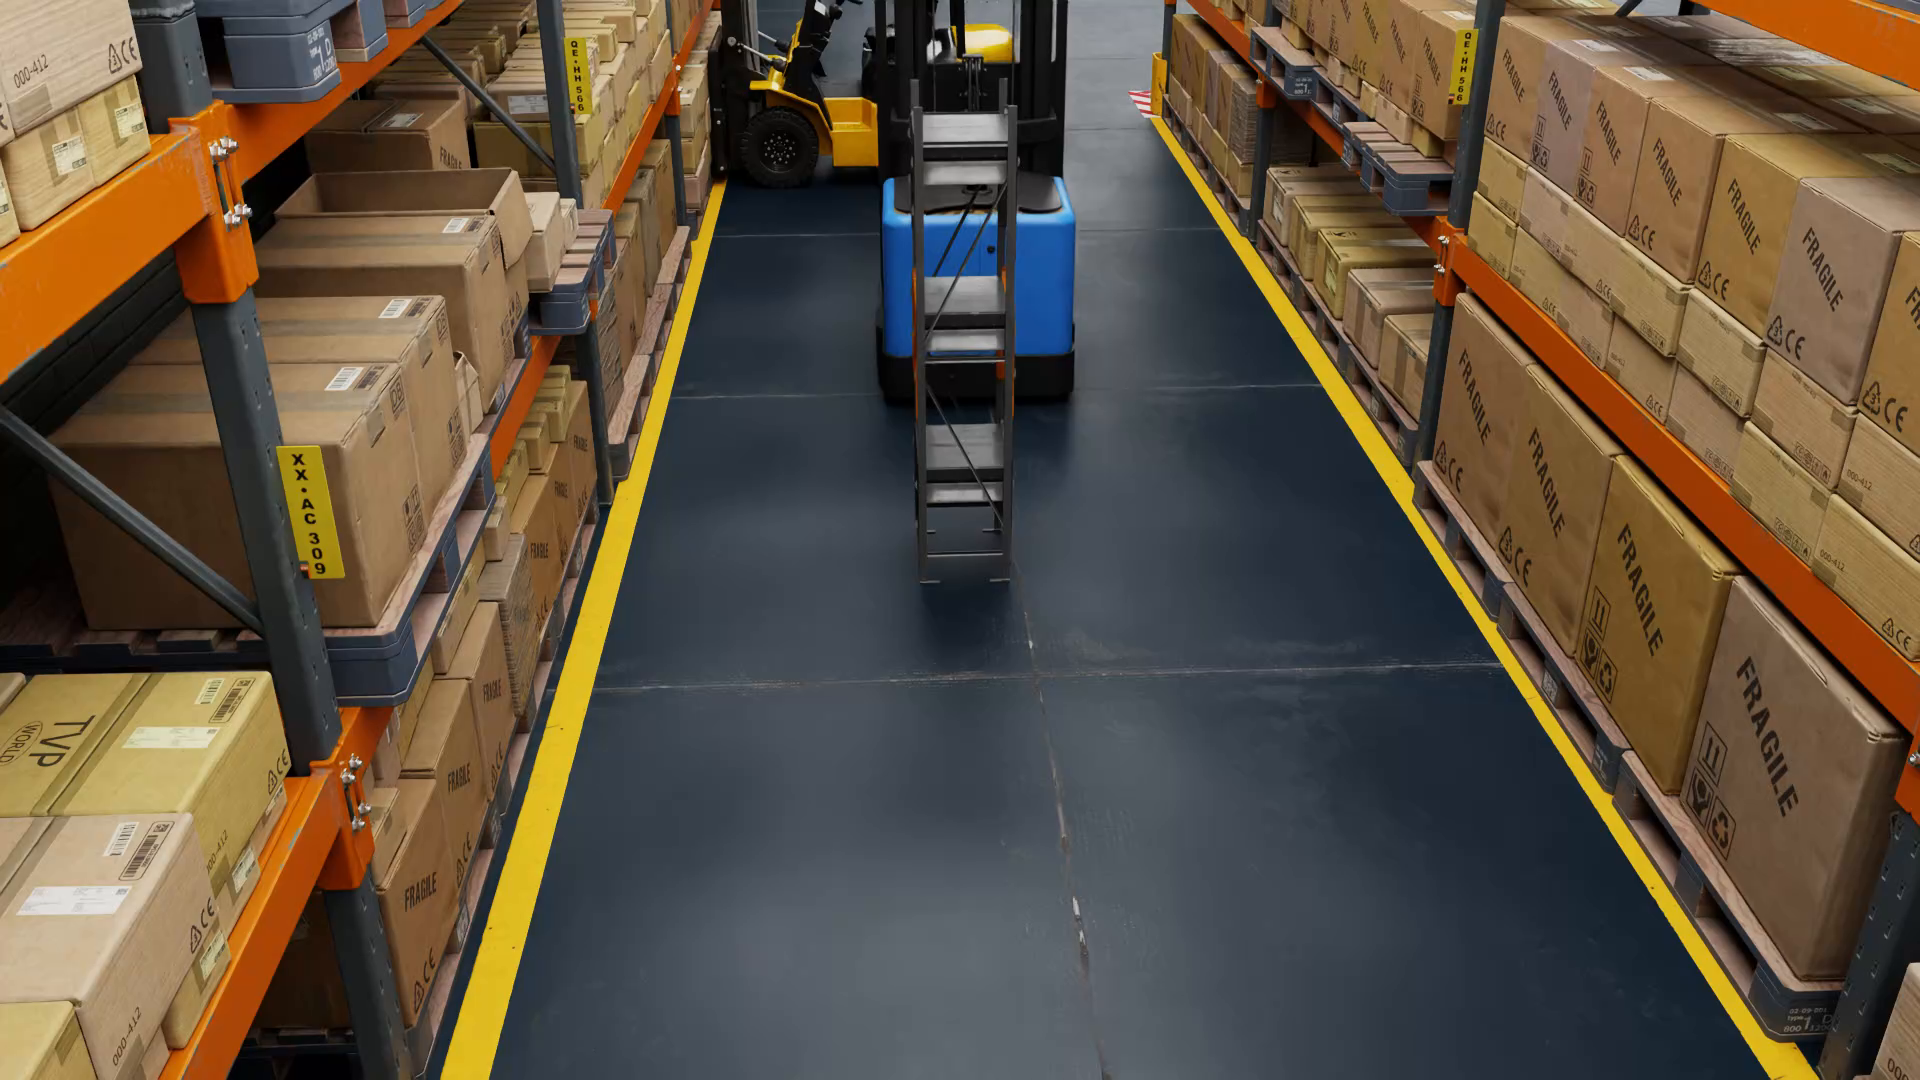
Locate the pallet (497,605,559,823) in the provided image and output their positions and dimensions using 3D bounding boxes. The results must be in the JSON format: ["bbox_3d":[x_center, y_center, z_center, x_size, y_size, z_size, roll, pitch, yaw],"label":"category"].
[{"bbox_3d":[-2.129,0.639,6.297,1.003,0.211,1.213,-1,28,-3],"label":"pallet"}]

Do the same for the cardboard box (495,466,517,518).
[{"bbox_3d":[-1.915,-0.163,6.366,0.380,0.149,0.250,-2,28,-3],"label":"cardboard box"}]

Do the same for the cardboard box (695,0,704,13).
[{"bbox_3d":[-2.238,-4.315,12.671,0.500,0.500,0.500,-1,28,-2],"label":"cardboard box"}]

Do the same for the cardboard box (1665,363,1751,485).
[{"bbox_3d":[2.667,-0.383,5.403,0.500,0.250,0.500,-2,28,-4],"label":"cardboard box"}]

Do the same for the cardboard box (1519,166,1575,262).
[{"bbox_3d":[2.572,-1.303,6.627,0.500,0.250,0.500,-1,28,-1],"label":"cardboard box"}]

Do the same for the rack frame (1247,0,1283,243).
[{"bbox_3d":[2.557,-3.474,11.167,1.000,3.000,0.127,-1,28,-3],"label":"rack frame"}]

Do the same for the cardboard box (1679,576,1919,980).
[{"bbox_3d":[2.863,0.692,5.023,0.875,0.875,0.875,-1,28,-1],"label":"cardboard box"}]

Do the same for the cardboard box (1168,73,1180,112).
[{"bbox_3d":[2.114,-3.909,14.521,0.500,0.250,0.500,-2,28,-3],"label":"cardboard box"}]

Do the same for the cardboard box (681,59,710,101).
[{"bbox_3d":[-2.166,-3.460,12.578,0.500,0.250,0.500,0,28,-1],"label":"cardboard box"}]

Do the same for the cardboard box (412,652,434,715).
[{"bbox_3d":[-1.879,0.434,5.222,0.380,0.149,0.250,-2,28,-4],"label":"cardboard box"}]

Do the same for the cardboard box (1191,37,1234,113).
[{"bbox_3d":[2.166,-3.757,13.419,0.500,0.500,0.500,-1,28,-2],"label":"cardboard box"}]

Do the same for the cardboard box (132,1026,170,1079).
[{"bbox_3d":[-1.653,0.956,2.946,0.380,0.149,0.250,-1,28,-1],"label":"cardboard box"}]

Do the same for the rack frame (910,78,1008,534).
[{"bbox_3d":[-0.004,-0.967,7.334,0.400,2.100,0.015,-1,28,-3],"label":"rack frame"}]

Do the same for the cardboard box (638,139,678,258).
[{"bbox_3d":[-2.361,-2.245,10.925,0.875,0.625,0.625,0,28,0],"label":"cardboard box"}]

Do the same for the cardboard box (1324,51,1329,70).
[{"bbox_3d":[2.348,-2.807,9.707,0.380,0.149,0.250,-1,28,-2],"label":"cardboard box"}]

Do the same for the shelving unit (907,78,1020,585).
[{"bbox_3d":[0.009,-0.855,7.118,0.431,2.100,0.503,-1,28,-3],"label":"shelving unit"}]

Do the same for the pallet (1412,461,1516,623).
[{"bbox_3d":[2.732,-0.025,7.569,1.003,0.211,1.213,-1,28,-3],"label":"pallet"}]

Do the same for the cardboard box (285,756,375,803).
[{"bbox_3d":[-1.795,0.674,4.440,0.380,0.149,0.250,-2,28,-4],"label":"cardboard box"}]

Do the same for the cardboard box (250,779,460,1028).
[{"bbox_3d":[-1.782,1.035,4.770,0.500,0.500,0.500,0,28,0],"label":"cardboard box"}]

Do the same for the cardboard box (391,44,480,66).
[{"bbox_3d":[-2.570,-2.333,8.171,0.380,0.149,0.250,-2,28,-4],"label":"cardboard box"}]

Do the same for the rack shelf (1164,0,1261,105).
[{"bbox_3d":[2.453,-4.079,13.104,1.077,0.370,4.000,-1,28,-3],"label":"rack shelf"}]

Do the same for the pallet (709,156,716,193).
[{"bbox_3d":[-2.466,-3.049,13.368,1.003,0.211,1.213,-1,28,-3],"label":"pallet"}]

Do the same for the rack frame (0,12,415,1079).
[{"bbox_3d":[-1.982,0.342,3.851,1.000,3.000,0.127,-1,28,-3],"label":"rack frame"}]

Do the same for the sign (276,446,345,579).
[{"bbox_3d":[-1.440,-0.058,3.682,0.100,0.325,0.005,-1,28,-3],"label":"sign"}]

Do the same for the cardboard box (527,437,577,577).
[{"bbox_3d":[-1.938,-0.162,7.065,0.500,0.500,0.500,-2,28,-3],"label":"cardboard box"}]

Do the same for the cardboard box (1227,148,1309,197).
[{"bbox_3d":[2.258,-2.708,12.217,0.500,0.250,0.500,0,28,0],"label":"cardboard box"}]

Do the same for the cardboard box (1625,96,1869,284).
[{"bbox_3d":[2.618,-1.180,5.579,0.500,0.500,0.500,-1,28,-2],"label":"cardboard box"}]

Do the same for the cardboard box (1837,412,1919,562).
[{"bbox_3d":[2.709,-0.132,4.382,0.500,0.250,0.500,-1,28,-3],"label":"cardboard box"}]

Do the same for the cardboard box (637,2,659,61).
[{"bbox_3d":[-2.085,-3.050,9.975,0.500,0.250,0.500,-2,28,-4],"label":"cardboard box"}]

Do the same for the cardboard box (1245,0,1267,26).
[{"bbox_3d":[2.285,-3.849,11.457,0.500,0.500,0.500,-2,28,-4],"label":"cardboard box"}]

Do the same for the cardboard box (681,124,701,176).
[{"bbox_3d":[-2.117,-2.772,11.800,0.500,0.250,0.500,-2,28,-3],"label":"cardboard box"}]

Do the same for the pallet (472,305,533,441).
[{"bbox_3d":[-2.085,-0.522,5.715,1.003,0.211,1.213,-1,28,-3],"label":"pallet"}]

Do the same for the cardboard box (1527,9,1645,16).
[{"bbox_3d":[2.974,-2.203,7.846,0.500,0.500,0.500,-2,28,-4],"label":"cardboard box"}]

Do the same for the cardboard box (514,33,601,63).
[{"bbox_3d":[-2.037,-2.468,8.430,0.380,0.149,0.250,-1,28,-2],"label":"cardboard box"}]

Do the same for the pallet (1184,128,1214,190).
[{"bbox_3d":[2.420,-3.112,13.488,1.003,0.211,1.213,-1,28,-3],"label":"pallet"}]

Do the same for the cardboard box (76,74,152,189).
[{"bbox_3d":[-1.668,-0.718,2.910,0.380,0.149,0.250,-2,28,-3],"label":"cardboard box"}]

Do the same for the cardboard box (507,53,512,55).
[{"bbox_3d":[-2.562,-2.561,9.038,0.500,0.250,0.500,-2,28,-4],"label":"cardboard box"}]

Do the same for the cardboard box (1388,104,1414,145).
[{"bbox_3d":[2.370,-2.085,8.321,0.380,0.149,0.250,-2,28,-3],"label":"cardboard box"}]

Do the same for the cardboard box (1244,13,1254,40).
[{"bbox_3d":[2.216,-3.619,11.716,0.380,0.149,0.250,-1,28,-1],"label":"cardboard box"}]

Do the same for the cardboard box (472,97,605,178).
[{"bbox_3d":[-1.945,-1.872,7.717,0.500,0.250,0.500,-1,28,-3],"label":"cardboard box"}]

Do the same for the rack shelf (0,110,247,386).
[{"bbox_3d":[-1.877,0.255,1.552,1.077,0.370,4.000,-1,28,-3],"label":"rack shelf"}]

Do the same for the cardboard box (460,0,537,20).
[{"bbox_3d":[-2.582,-2.927,9.308,0.380,0.149,0.250,-2,28,-3],"label":"cardboard box"}]

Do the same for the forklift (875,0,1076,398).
[{"bbox_3d":[0.054,-2.716,9.788,1.130,2.935,3.031,-1,28,-2],"label":"forklift"}]

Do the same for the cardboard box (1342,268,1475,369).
[{"bbox_3d":[2.700,-1.250,9.290,0.950,0.372,0.625,-2,28,-4],"label":"cardboard box"}]

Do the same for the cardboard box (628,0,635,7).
[{"bbox_3d":[-2.071,-3.058,9.560,0.380,0.149,0.250,-2,28,-4],"label":"cardboard box"}]

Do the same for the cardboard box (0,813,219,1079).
[{"bbox_3d":[-1.671,0.737,2.934,0.500,0.250,0.500,-1,28,-2],"label":"cardboard box"}]

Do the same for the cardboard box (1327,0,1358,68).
[{"bbox_3d":[2.372,-2.916,9.214,0.500,0.500,0.500,-2,28,-5],"label":"cardboard box"}]

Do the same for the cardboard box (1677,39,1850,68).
[{"bbox_3d":[3.089,-1.645,6.472,0.500,0.500,0.500,-1,28,-2],"label":"cardboard box"}]

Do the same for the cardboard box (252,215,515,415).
[{"bbox_3d":[-1.852,-0.719,5.322,0.700,0.500,0.500,-2,28,-3],"label":"cardboard box"}]

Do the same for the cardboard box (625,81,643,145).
[{"bbox_3d":[-2.050,-2.359,9.192,0.500,0.250,0.500,-1,28,-1],"label":"cardboard box"}]
